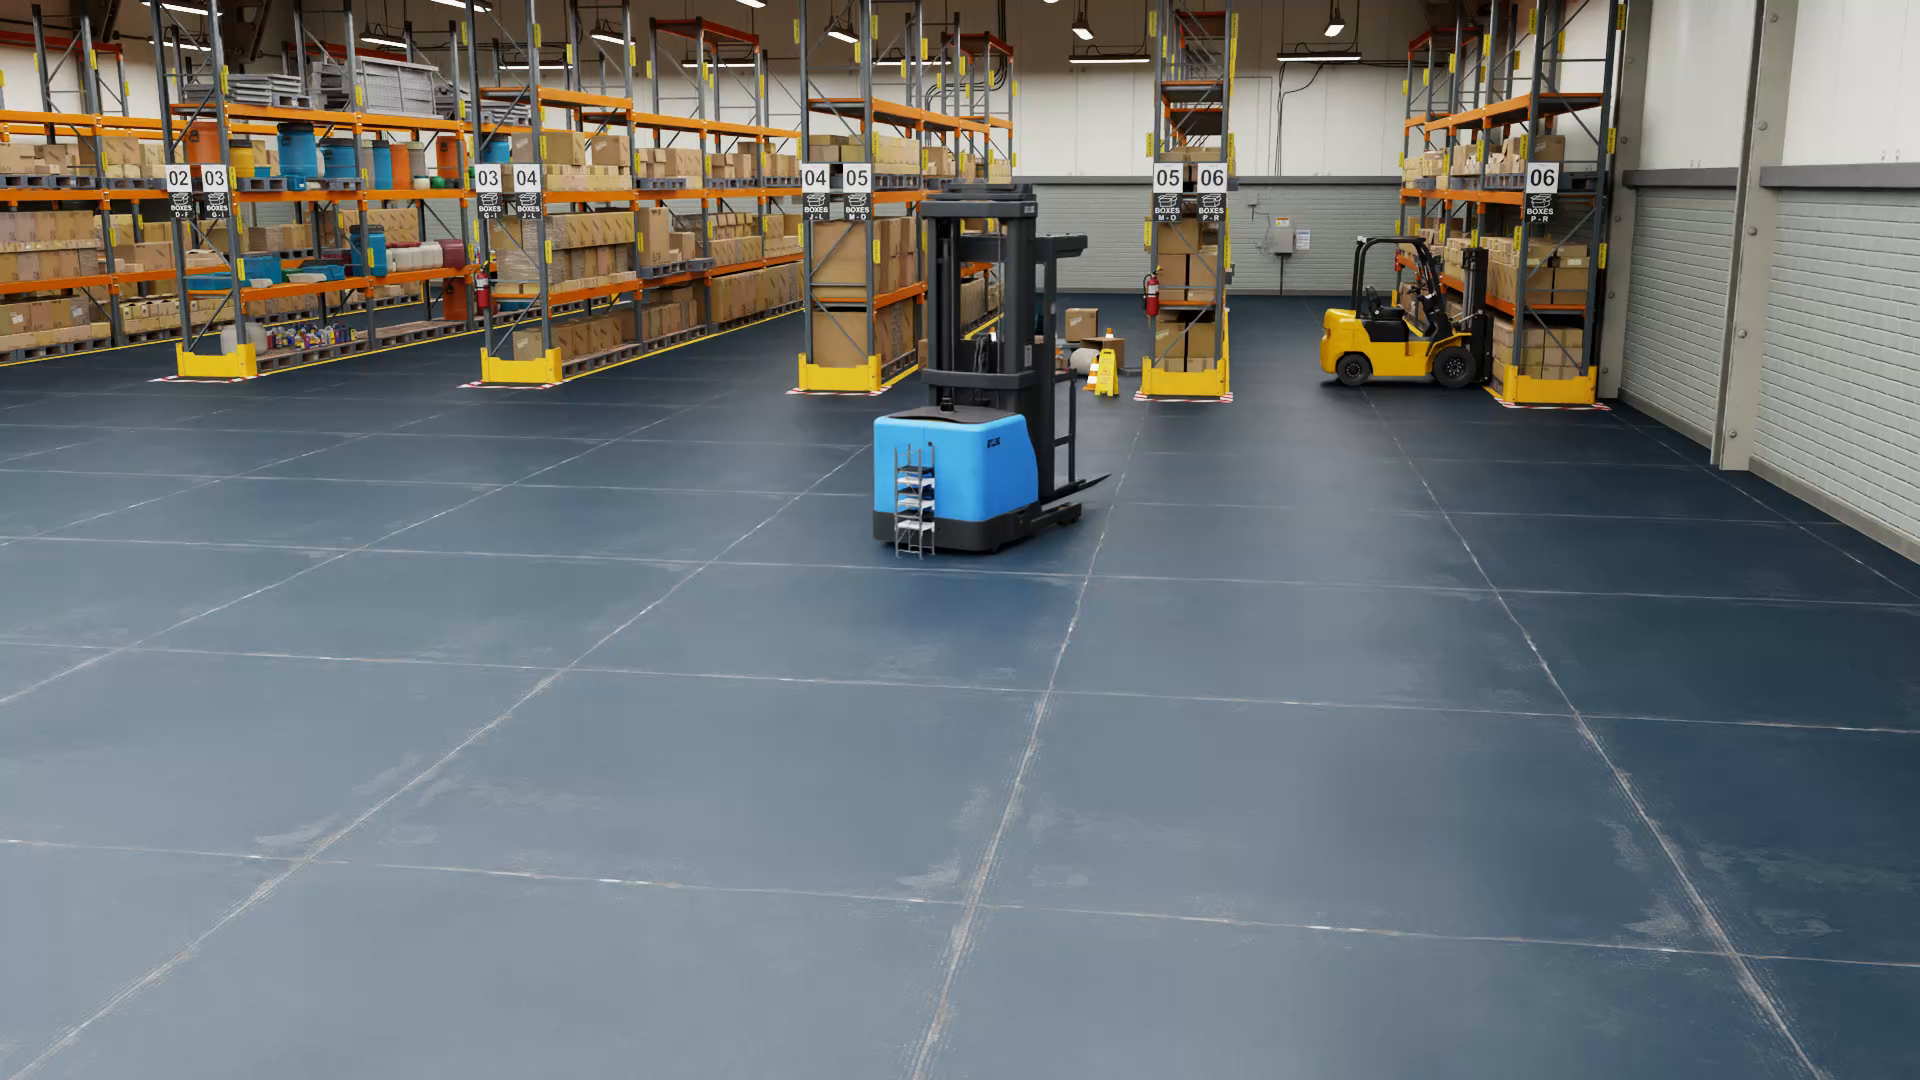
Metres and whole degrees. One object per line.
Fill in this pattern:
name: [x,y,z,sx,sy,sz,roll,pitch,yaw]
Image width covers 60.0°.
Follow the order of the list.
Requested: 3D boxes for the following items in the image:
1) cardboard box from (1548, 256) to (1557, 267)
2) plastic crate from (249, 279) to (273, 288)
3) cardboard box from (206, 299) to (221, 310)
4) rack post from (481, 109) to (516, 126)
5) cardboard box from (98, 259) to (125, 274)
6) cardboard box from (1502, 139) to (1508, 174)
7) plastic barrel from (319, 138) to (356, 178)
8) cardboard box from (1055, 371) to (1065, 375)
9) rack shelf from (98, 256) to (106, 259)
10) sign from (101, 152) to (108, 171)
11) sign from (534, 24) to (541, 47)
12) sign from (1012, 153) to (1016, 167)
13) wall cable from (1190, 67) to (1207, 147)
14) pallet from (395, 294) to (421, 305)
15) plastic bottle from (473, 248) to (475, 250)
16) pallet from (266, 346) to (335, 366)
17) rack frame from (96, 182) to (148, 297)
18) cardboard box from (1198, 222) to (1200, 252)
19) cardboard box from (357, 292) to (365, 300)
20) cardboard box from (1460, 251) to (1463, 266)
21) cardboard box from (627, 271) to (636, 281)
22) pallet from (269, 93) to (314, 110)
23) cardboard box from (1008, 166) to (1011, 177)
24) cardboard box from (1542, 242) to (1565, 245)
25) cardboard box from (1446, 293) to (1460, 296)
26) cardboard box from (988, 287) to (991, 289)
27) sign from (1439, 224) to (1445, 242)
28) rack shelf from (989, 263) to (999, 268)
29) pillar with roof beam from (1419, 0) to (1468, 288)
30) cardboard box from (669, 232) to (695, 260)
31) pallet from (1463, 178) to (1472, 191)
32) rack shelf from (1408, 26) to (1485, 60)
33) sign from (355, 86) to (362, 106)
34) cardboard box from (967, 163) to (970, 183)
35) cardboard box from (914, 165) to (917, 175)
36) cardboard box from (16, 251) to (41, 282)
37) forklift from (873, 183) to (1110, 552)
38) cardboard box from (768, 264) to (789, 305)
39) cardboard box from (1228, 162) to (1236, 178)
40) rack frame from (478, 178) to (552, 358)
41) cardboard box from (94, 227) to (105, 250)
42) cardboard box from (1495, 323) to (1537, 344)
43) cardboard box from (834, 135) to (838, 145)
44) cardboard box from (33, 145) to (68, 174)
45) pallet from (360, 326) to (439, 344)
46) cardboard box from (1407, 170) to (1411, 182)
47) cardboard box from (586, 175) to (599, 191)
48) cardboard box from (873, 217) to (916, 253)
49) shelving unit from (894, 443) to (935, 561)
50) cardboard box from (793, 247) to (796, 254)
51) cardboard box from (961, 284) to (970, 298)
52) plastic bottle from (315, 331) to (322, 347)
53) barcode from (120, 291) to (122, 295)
cardboard box: [8.357,-3.854,22.980,0.380,0.149,0.250,2,12,9]
plastic crate: [-11.063,-4.061,26.343,0.298,0.136,0.250,2,12,9]
cardboard box: [-15.093,-4.751,33.115,0.500,0.311,0.500,2,12,8]
rack post: [-9.858,-8.775,34.537,0.937,0.300,0.954,3,13,15]
cardboard box: [-15.765,-5.039,30.609,0.500,0.250,0.500,3,12,12]
cardboard box: [8.284,-5.574,24.138,0.797,0.503,0.637,2,12,10]
plastic barrel: [-11.039,-6.671,29.518,0.600,0.901,0.708,2,12,9]
cardboard box: [1.373,-2.477,25.134,0.380,0.149,0.250,10,15,38]
rack shelf: [-19.770,-6.065,36.724,1.077,0.370,4.000,2,12,9]
sign: [-15.248,-6.748,29.651,0.100,0.325,0.005,2,12,9]
sign: [-6.088,-7.264,23.934,0.100,0.325,0.005,2,12,9]
sign: [1.267,-8.880,38.854,0.100,0.325,0.005,2,12,9]
wall cable: [6.225,-10.989,43.624,0.463,3.000,0.029,2,12,9]
pallet: [-14.085,-5.961,41.153,1.003,0.211,1.213,2,12,9]
plastic bottle: [-10.358,-6.081,35.394,0.097,0.271,0.097,0,12,0]
pallet: [-11.233,-3.090,27.833,1.003,0.211,1.213,2,12,9]
rack frame: [-19.462,-6.833,38.580,1.000,3.000,0.127,2,12,9]
cardboard box: [3.116,-4.434,24.132,0.700,0.500,0.500,2,12,9]
cardboard box: [-14.165,-5.764,39.301,0.380,0.166,0.250,2,12,9]
cardboard box: [8.667,-4.700,27.853,0.500,0.250,0.500,2,12,10]
cardboard box: [-5.752,-4.509,28.393,0.380,0.149,0.250,2,12,9]
pallet: [-11.188,-7.064,26.811,1.003,0.211,1.213,2,12,9]
cardboard box: [0.902,-8.536,38.530,0.500,0.250,0.500,1,12,7]
cardboard box: [8.504,-4.162,23.704,0.380,0.149,0.250,2,12,10]
cardboard box: [9.310,-4.614,31.680,0.380,0.149,0.250,2,12,10]
cardboard box: [0.473,-5.502,36.762,0.380,0.149,0.250,2,12,7]
sign: [8.766,-5.581,30.208,0.100,0.325,0.005,2,12,9]
rack shelf: [0.414,-6.235,37.510,1.077,0.370,4.000,2,12,9]
pillar with roof beam: [7.585,-10.307,40.461,9.100,9.000,0.548,2,12,9]
cardboard box: [-5.425,-5.540,31.345,0.700,0.500,0.500,4,13,17]
pallet: [9.118,-6.035,28.204,1.003,0.211,1.213,2,12,11]
rack shelf: [10.226,-10.492,35.139,1.077,0.370,4.000,2,12,9]
sign: [-10.361,-7.657,28.660,0.100,0.325,0.005,2,12,9]
cardboard box: [-0.088,-7.067,32.308,0.500,0.500,0.500,2,12,9]
cardboard box: [-0.902,-5.964,26.787,0.380,0.149,0.250,2,12,10]
cardboard box: [-16.092,-4.643,28.182,0.700,0.500,0.500,2,12,10]
forklift: [0.425,-1.599,14.457,1.130,2.935,3.031,6,14,28]
cardboard box: [-4.460,-5.840,38.020,0.875,0.875,0.875,2,12,9]
cardboard box: [4.269,-6.072,27.288,0.500,0.250,0.500,2,12,7]
rack frame: [-6.624,-3.854,24.755,1.000,3.000,0.127,2,12,9]
cardboard box: [-19.438,-6.722,37.074,0.500,0.500,0.500,2,12,9]
cardboard box: [7.908,-2.935,23.648,0.500,0.250,0.500,2,12,10]
cardboard box: [-1.983,-5.792,24.100,0.380,0.149,0.250,2,12,9]
cardboard box: [-16.135,-6.701,29.279,0.500,0.500,0.500,3,13,13]
pallet: [-10.636,-3.903,31.603,1.003,0.211,1.213,2,12,9]
cardboard box: [10.047,-7.945,36.271,0.500,0.250,0.500,2,12,7]
cardboard box: [-6.067,-5.658,26.362,0.500,0.250,0.500,2,12,10]
cardboard box: [-1.184,-4.912,26.746,0.875,0.550,0.550,2,12,9]
shelving unit: [-0.362,-0.307,13.280,0.258,0.900,0.210,6,14,28]
cardboard box: [-4.049,-6.764,38.856,0.380,0.149,0.250,2,12,7]
cardboard box: [-0.085,-4.928,32.898,0.500,0.250,0.500,2,12,8]
plastic bottle: [-10.832,-3.397,28.068,0.097,0.271,0.097,0,12,0]
barcode: [-15.346,-4.510,30.411,0.001,0.075,0.075,2,12,9]
